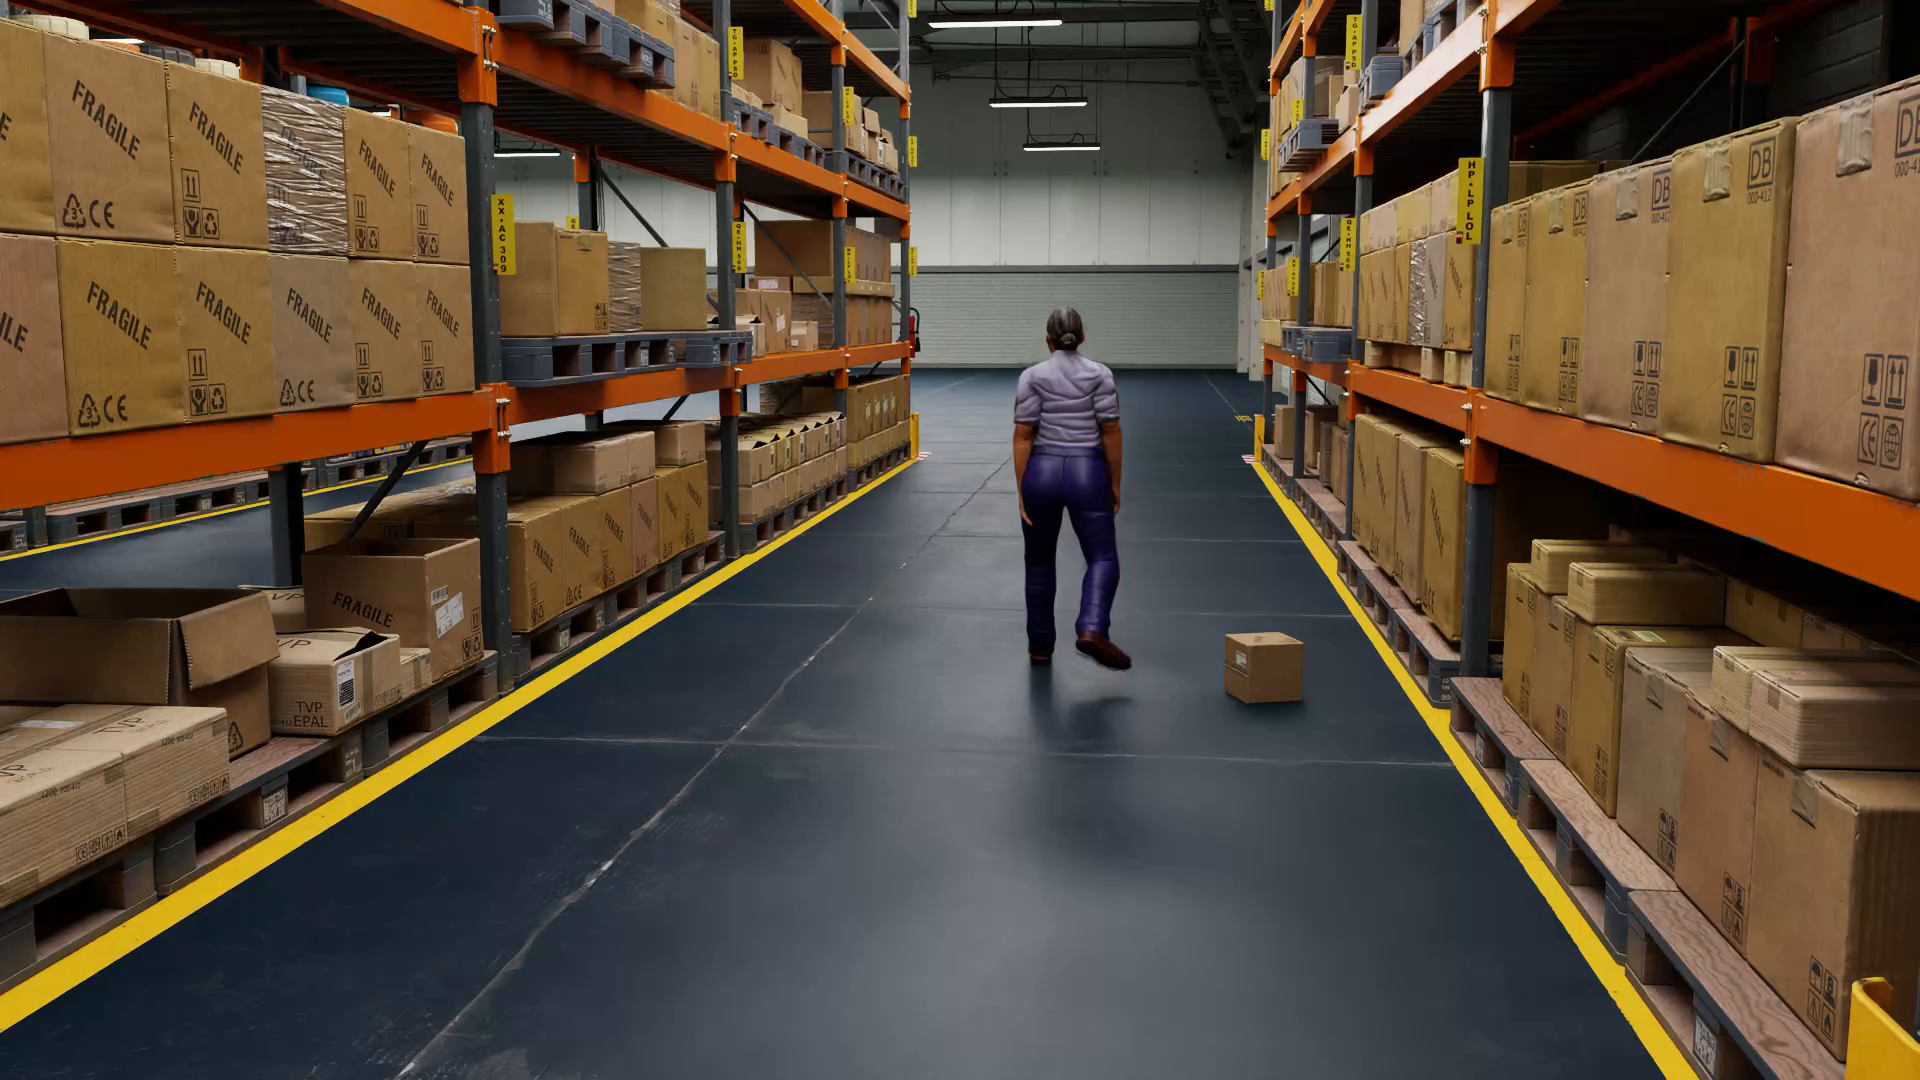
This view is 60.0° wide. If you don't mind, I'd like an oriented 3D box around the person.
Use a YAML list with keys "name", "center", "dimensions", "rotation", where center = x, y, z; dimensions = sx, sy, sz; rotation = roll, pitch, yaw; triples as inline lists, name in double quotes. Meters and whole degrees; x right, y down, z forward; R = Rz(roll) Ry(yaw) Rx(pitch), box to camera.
- name: "person"
  center: [0.506, -0.215, 7.417]
  dimensions: [0.552, 1.610, 0.843]
  rotation: [1, 8, 8]
